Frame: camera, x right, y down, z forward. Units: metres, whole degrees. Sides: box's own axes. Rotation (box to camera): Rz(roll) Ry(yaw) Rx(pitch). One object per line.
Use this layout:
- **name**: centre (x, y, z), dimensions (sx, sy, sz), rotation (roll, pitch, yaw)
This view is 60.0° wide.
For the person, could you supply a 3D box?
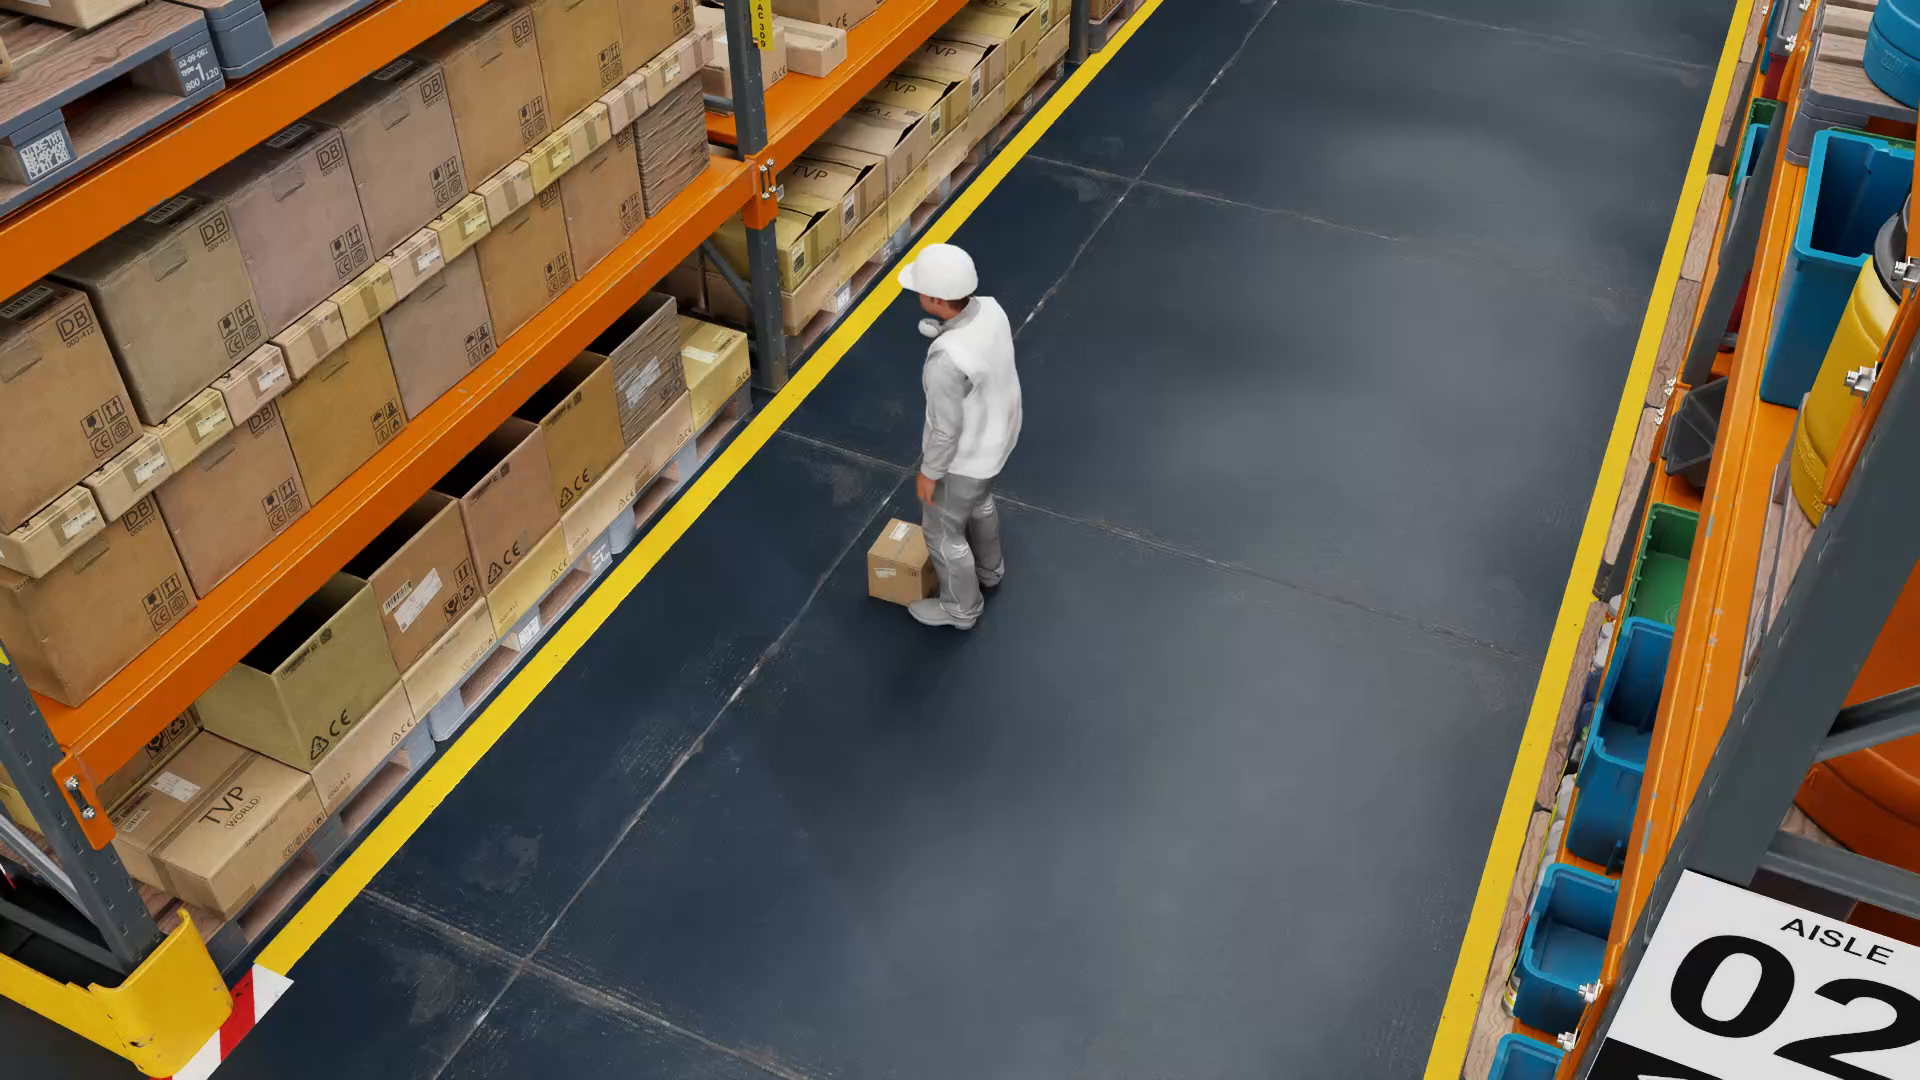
- **person**: centre (0.002, -0.392, 6.580), dimensions (0.460, 1.770, 0.590), rotation (16, 44, 17)
